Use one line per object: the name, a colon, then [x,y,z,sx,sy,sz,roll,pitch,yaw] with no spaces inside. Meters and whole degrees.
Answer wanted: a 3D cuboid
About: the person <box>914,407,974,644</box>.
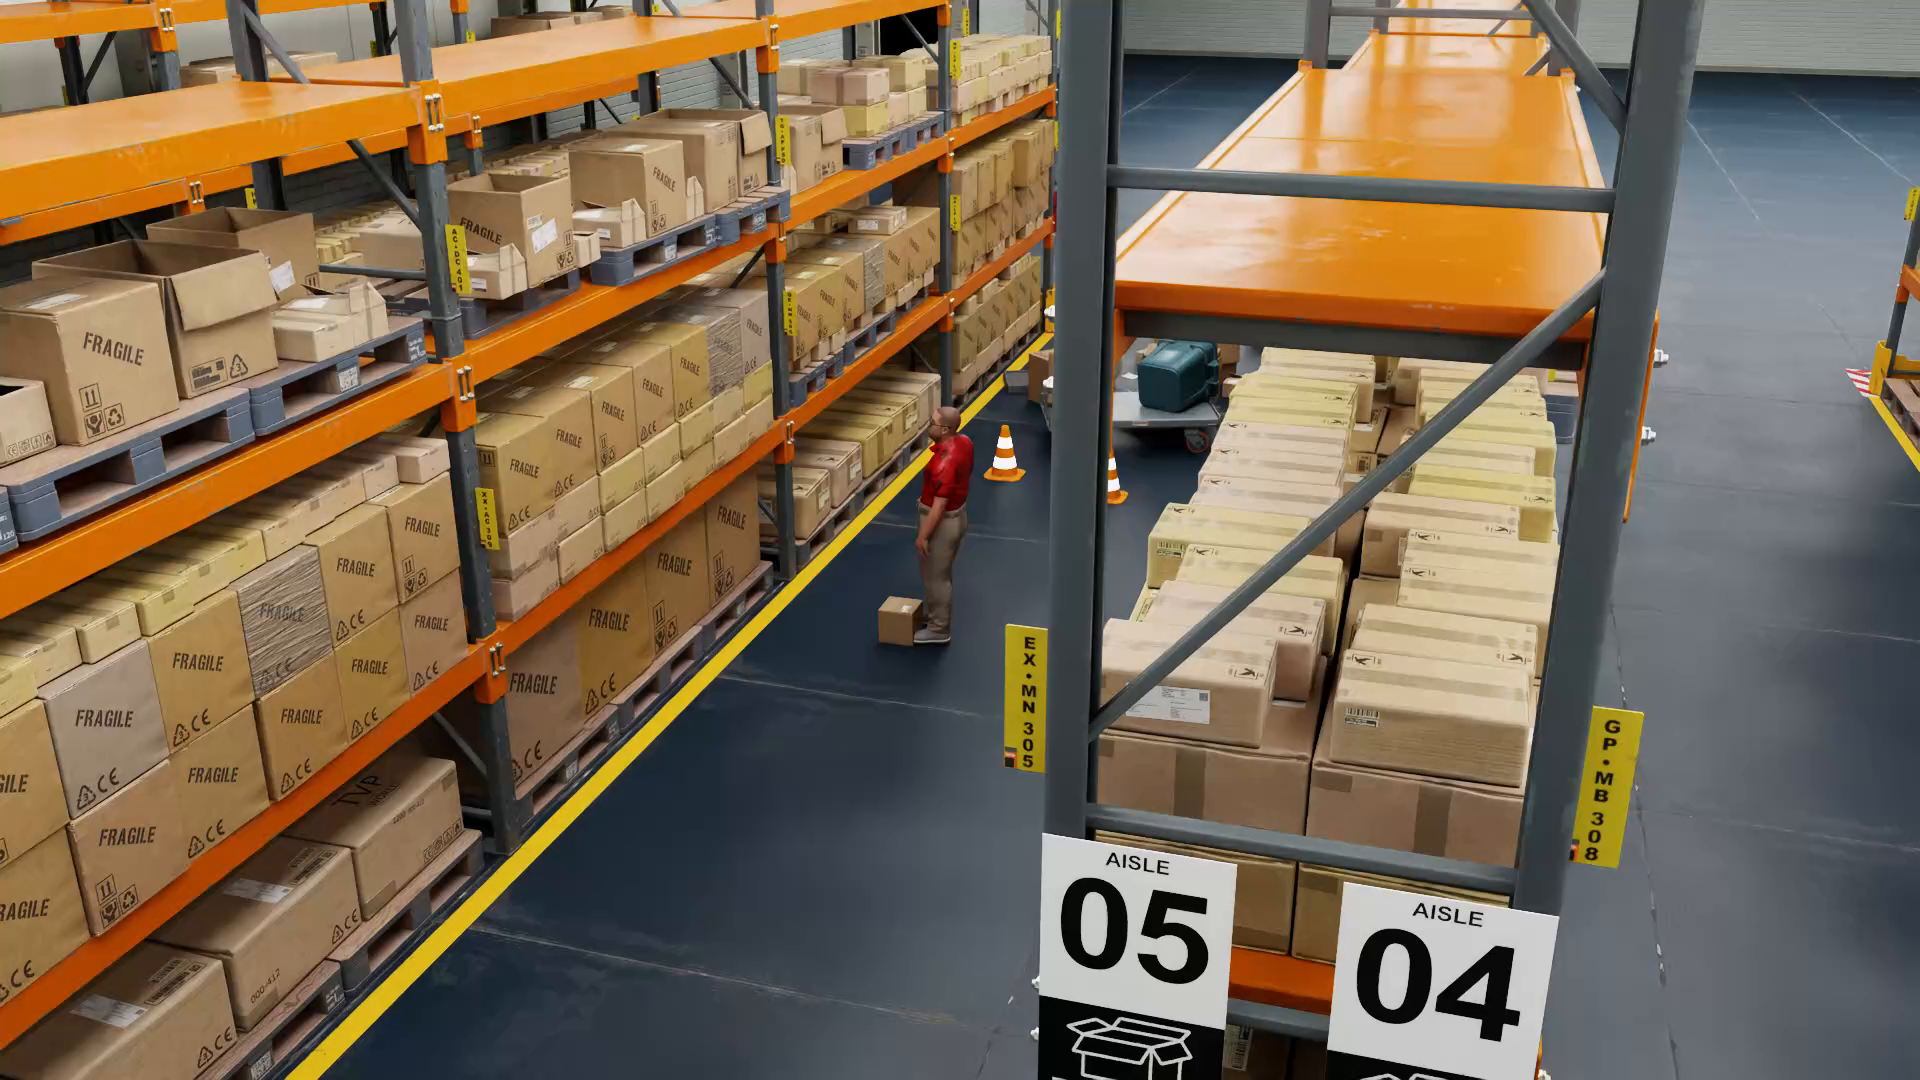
person: [-0.213,-0.111,11.395,0.551,1.727,0.640,6,23,16]
